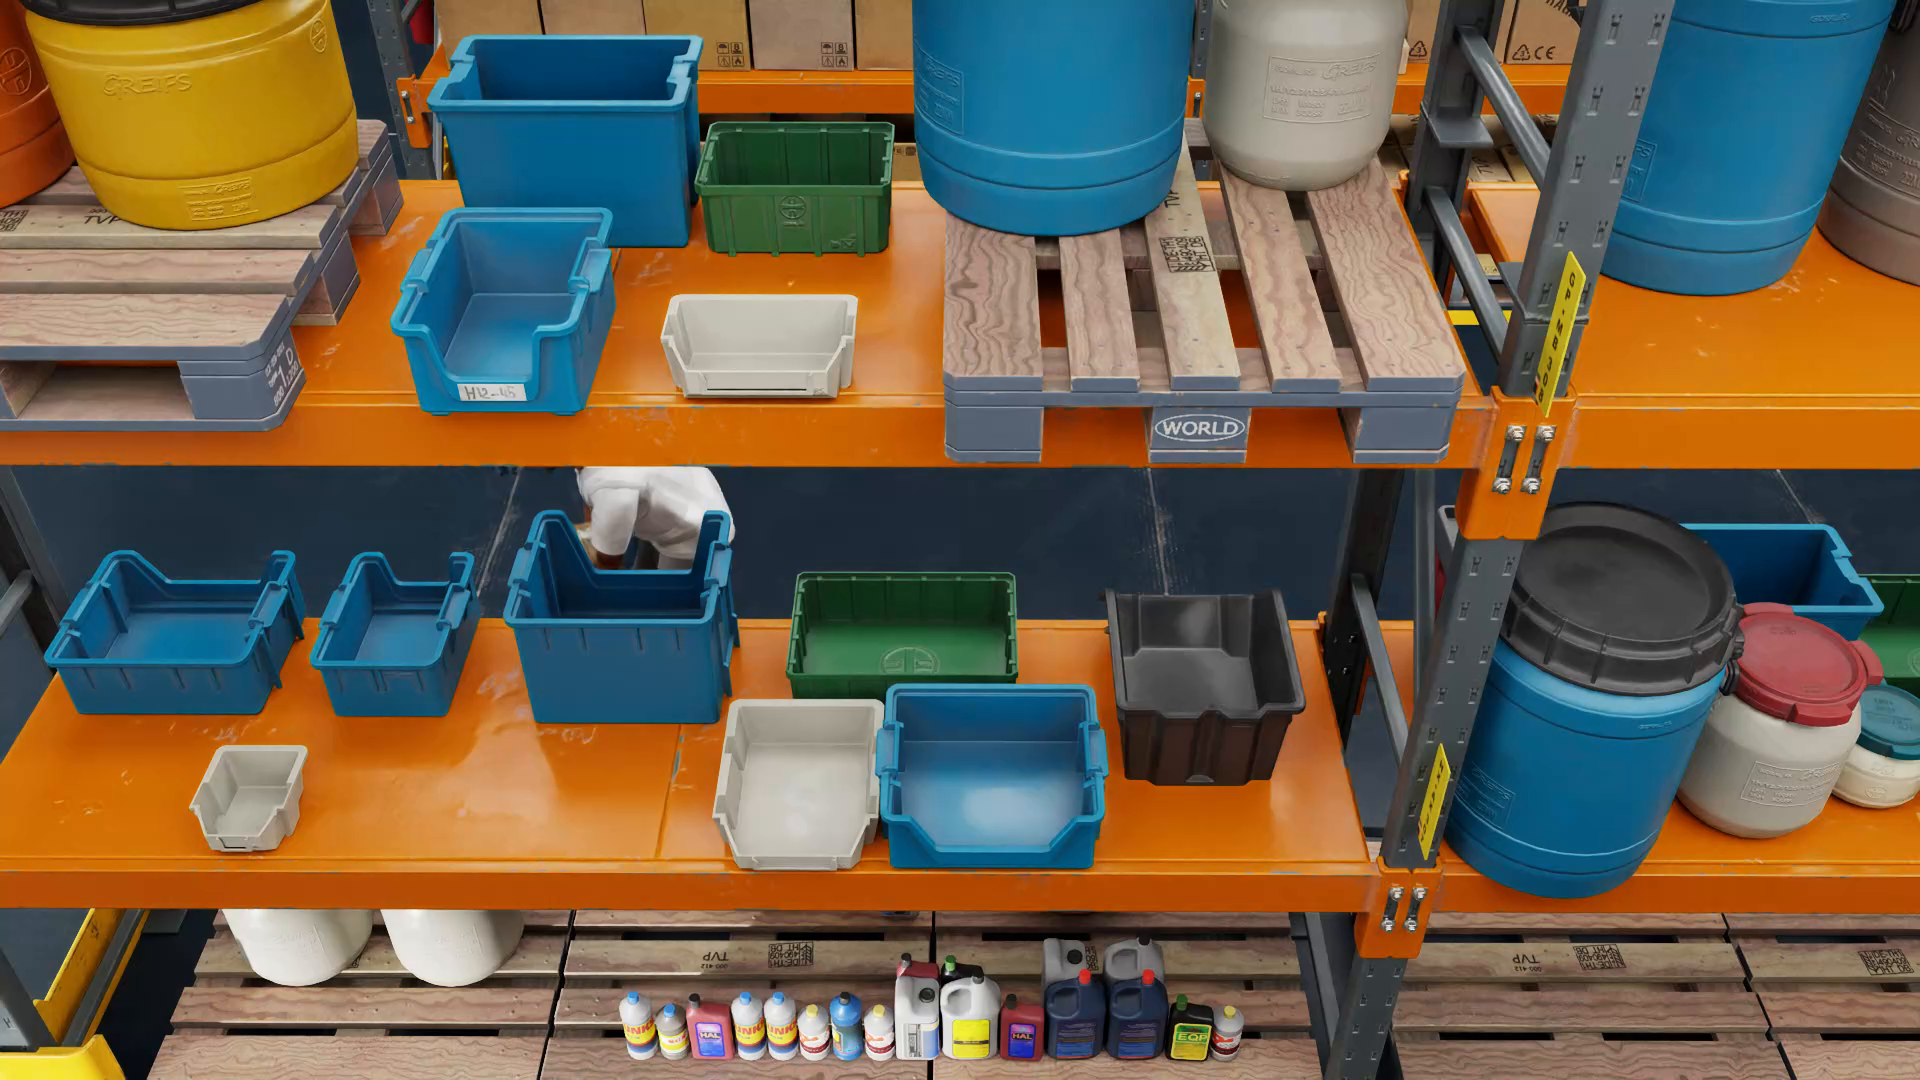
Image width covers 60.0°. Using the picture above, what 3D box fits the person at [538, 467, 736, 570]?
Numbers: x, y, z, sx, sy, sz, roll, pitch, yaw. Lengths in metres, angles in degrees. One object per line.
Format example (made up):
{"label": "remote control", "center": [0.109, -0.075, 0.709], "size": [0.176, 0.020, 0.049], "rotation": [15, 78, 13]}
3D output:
{"label": "person", "center": [-1.218, 0.067, 6.194], "size": [0.763, 1.588, 0.489], "rotation": [-13, 41, -16]}
